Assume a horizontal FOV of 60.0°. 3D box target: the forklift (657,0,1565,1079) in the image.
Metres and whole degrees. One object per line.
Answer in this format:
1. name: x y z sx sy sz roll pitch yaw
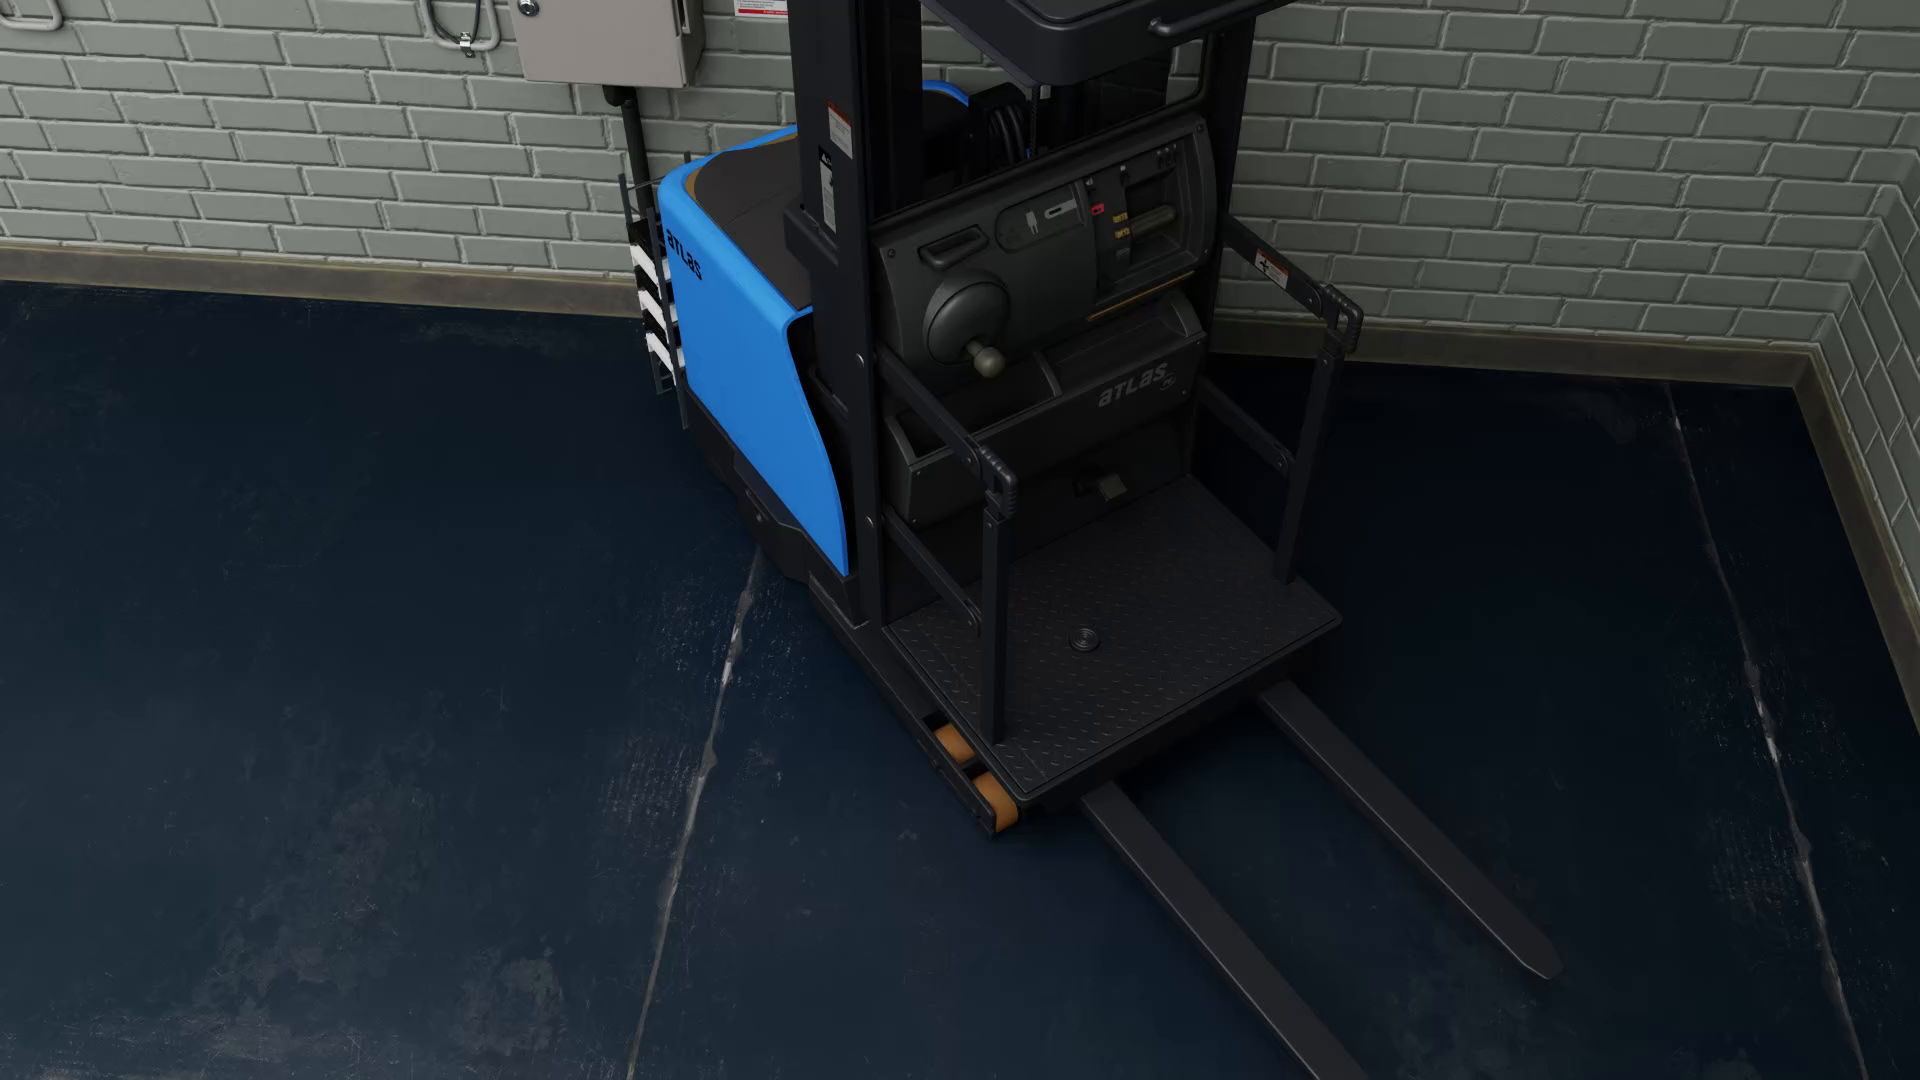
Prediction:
1. forklift: 0.347 -0.602 3.815 1.130 2.935 3.031 -26 53 -22

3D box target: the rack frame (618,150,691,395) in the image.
1. rack frame: -0.936 -0.850 5.418 0.240 0.900 0.006 -25 52 -21

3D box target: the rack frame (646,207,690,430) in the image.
1. rack frame: -0.827 -0.723 5.301 0.240 0.900 0.006 -25 52 -21

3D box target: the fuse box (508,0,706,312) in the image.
1. fuse box: -1.035 -1.235 5.220 0.539 1.711 0.414 4 48 4

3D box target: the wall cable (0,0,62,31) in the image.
1. wall cable: -3.113 -2.272 4.585 0.585 1.953 0.123 4 48 4

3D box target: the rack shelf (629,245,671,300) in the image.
1. rack shelf: -0.882 -0.885 5.251 0.258 0.077 0.200 -25 52 -21

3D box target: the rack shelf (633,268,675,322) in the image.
1. rack shelf: -0.882 -0.825 5.318 0.258 0.077 0.200 -25 52 -21

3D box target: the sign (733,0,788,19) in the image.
1. sign: -0.524 -1.757 4.888 0.329 0.494 0.001 4 48 4

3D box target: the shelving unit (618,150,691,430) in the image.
1. shelving unit: -0.882 -0.786 5.359 0.258 0.900 0.210 -25 52 -21

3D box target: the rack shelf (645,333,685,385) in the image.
1. rack shelf: -0.882 -0.642 5.517 0.258 0.077 0.200 -25 52 -21

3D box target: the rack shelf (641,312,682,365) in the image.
1. rack shelf: -0.882 -0.703 5.450 0.258 0.077 0.200 -25 52 -21

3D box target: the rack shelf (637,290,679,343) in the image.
1. rack shelf: -0.882 -0.764 5.384 0.258 0.077 0.200 -25 52 -21

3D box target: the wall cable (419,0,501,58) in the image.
1. wall cable: -1.700 -2.174 4.517 0.588 1.984 0.122 4 48 4

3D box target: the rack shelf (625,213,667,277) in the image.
1. rack shelf: -0.882 -0.946 5.185 0.258 0.077 0.200 -25 52 -21
